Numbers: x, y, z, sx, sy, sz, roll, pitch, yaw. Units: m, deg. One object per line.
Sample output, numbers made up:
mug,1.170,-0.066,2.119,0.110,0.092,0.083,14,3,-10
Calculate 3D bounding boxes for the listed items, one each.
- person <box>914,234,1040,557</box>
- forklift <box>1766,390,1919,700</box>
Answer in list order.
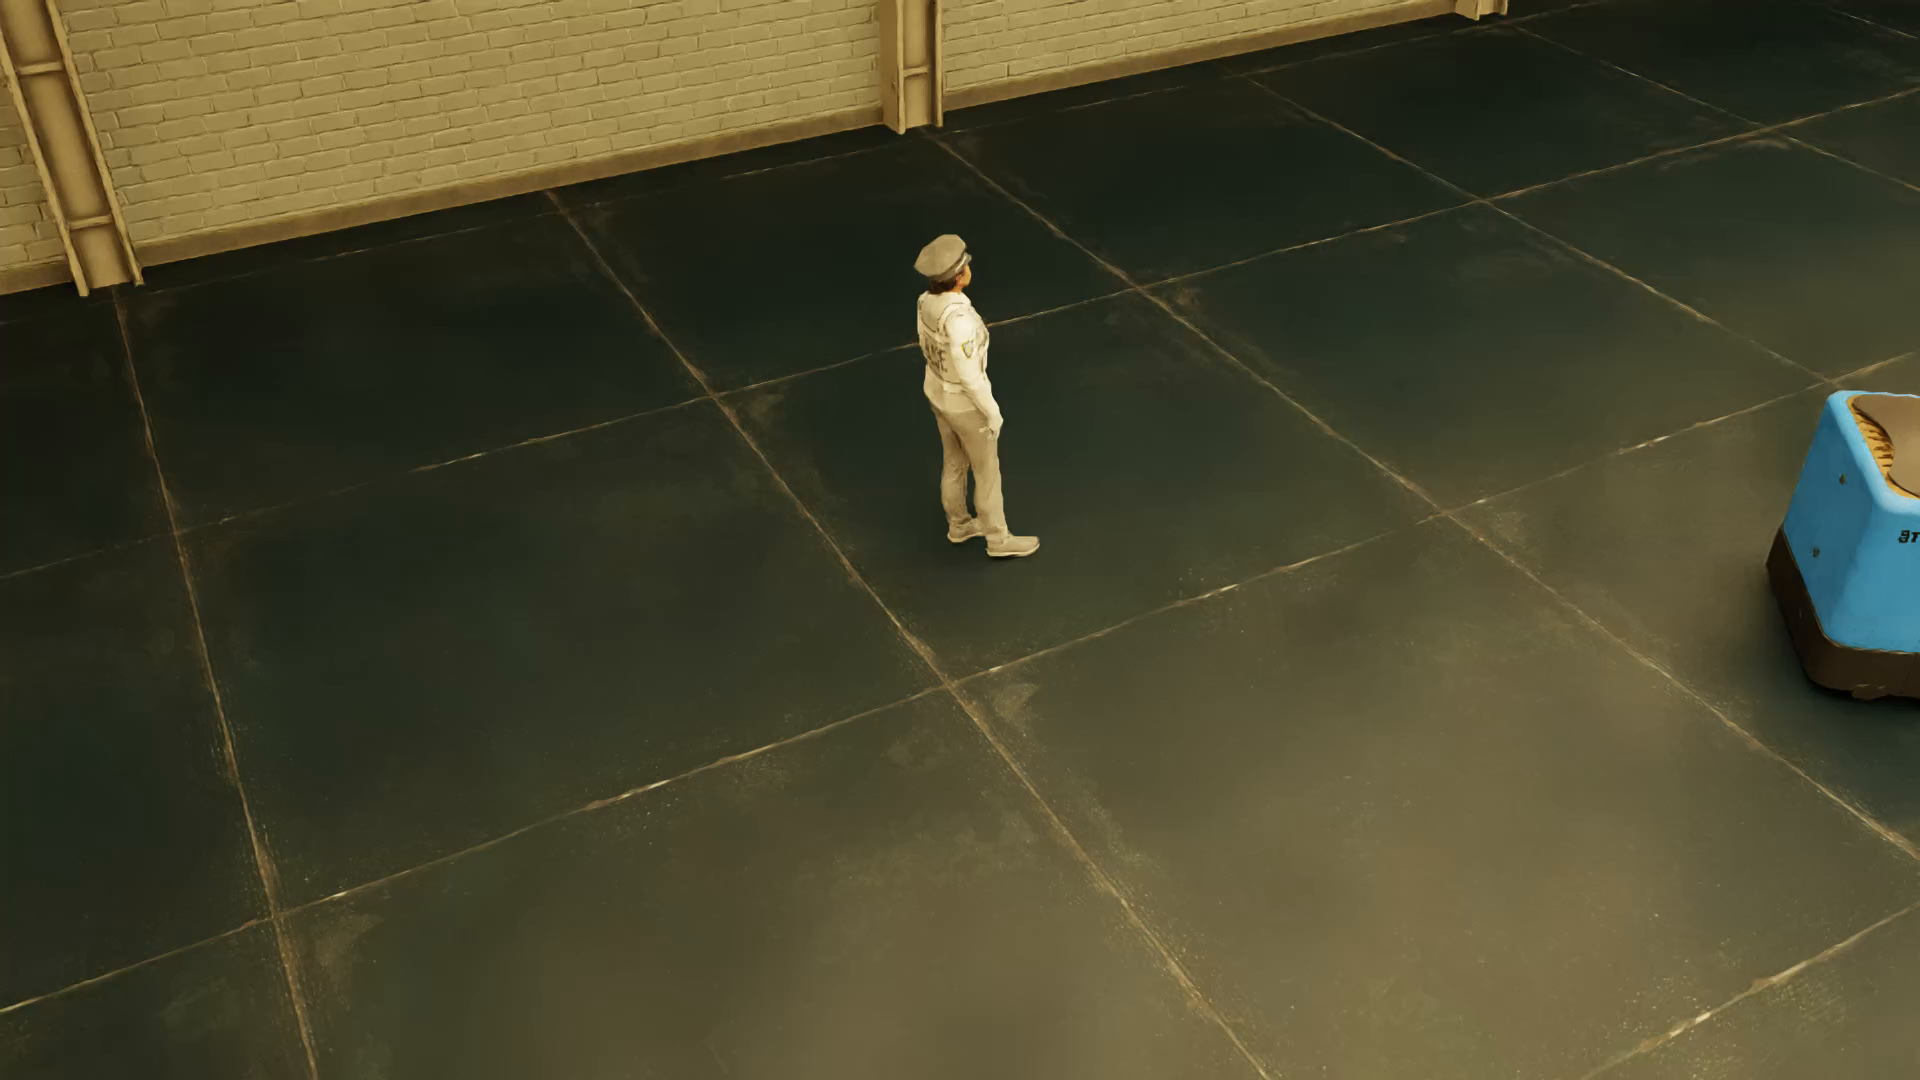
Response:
person,0.063,-0.713,8.190,0.532,1.695,0.586,-17,39,-23
forklift,5.468,-0.613,6.990,3.031,2.935,1.130,6,36,8
